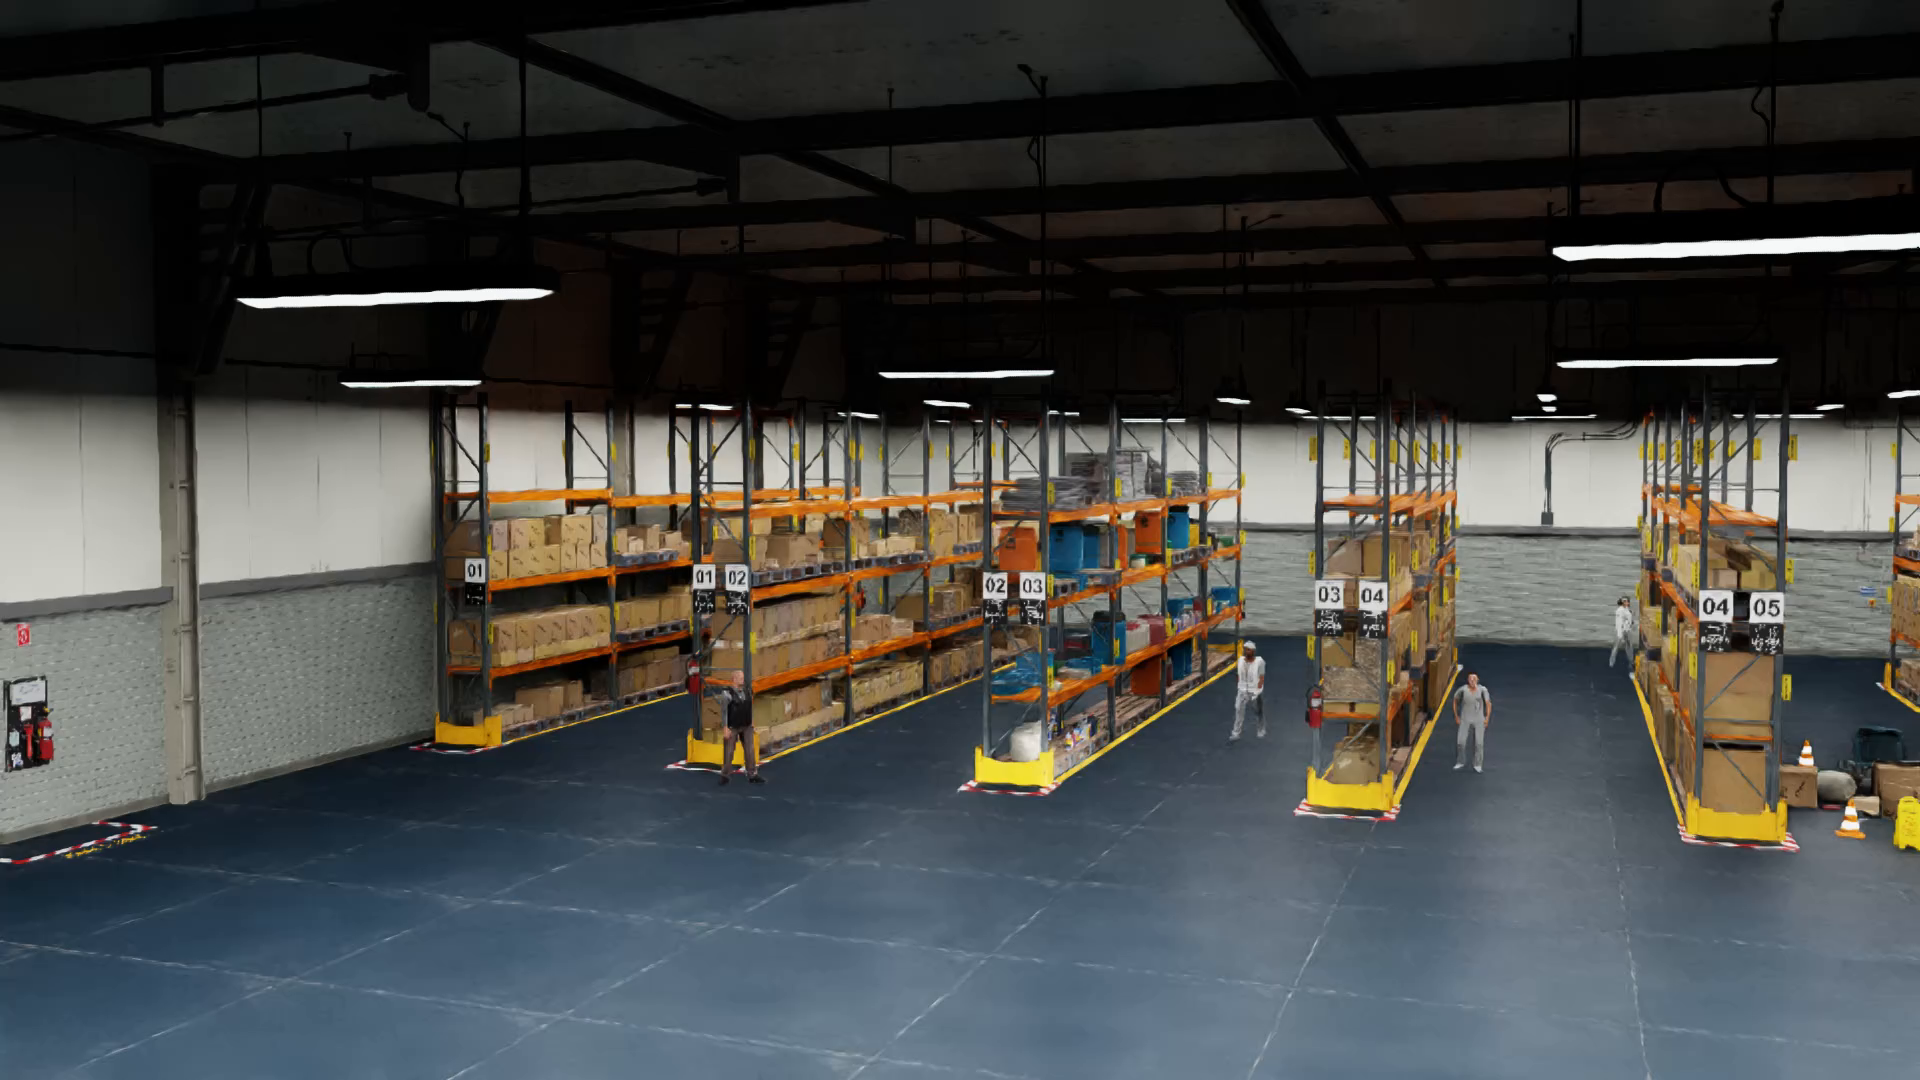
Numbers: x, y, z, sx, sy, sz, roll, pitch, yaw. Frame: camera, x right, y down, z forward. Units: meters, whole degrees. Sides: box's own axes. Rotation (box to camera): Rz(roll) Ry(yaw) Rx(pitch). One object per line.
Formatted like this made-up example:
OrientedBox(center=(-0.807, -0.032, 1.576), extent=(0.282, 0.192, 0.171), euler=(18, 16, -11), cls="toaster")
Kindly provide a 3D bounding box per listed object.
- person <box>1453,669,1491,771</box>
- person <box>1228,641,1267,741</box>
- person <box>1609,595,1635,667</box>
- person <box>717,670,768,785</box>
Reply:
OrientedBox(center=(7.998, 2.816, 25.993), extent=(0.580, 1.618, 0.507), euler=(1, 3, 18), cls="person")
OrientedBox(center=(5.008, 2.599, 28.731), extent=(0.553, 1.724, 1.036), euler=(2, 3, 29), cls="person")
OrientedBox(center=(15.385, 2.108, 38.495), extent=(0.682, 1.668, 0.550), euler=(-2, 4, -33), cls="person")
OrientedBox(center=(-3.304, 2.799, 24.963), extent=(0.698, 1.718, 0.499), euler=(-2, 4, -39), cls="person")
